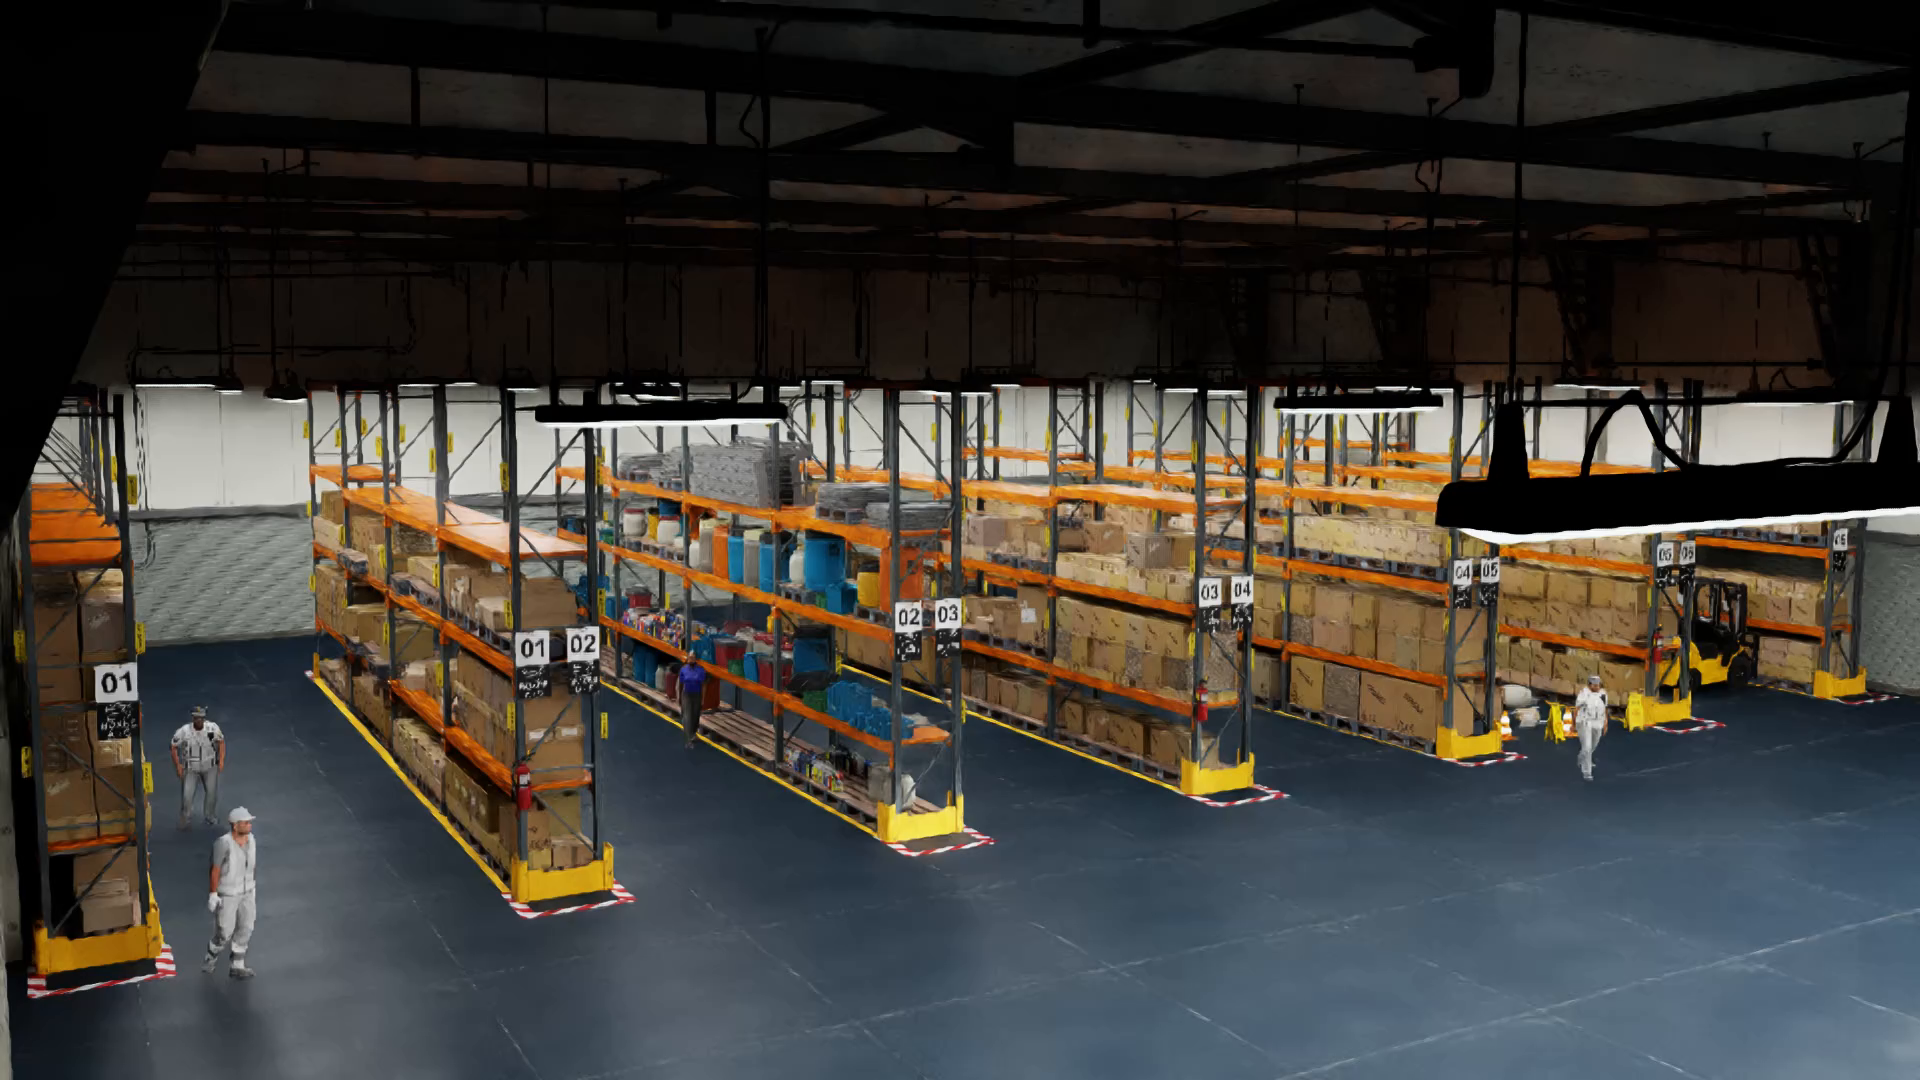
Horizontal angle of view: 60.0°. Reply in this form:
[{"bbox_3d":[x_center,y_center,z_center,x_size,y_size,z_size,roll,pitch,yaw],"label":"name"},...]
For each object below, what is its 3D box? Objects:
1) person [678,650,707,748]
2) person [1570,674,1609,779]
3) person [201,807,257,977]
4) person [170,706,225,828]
[{"bbox_3d":[-4.417,2.654,27.519,0.443,1.487,0.992,-2,6,-20],"label":"person"},{"bbox_3d":[9.687,2.816,25.571,0.534,1.598,0.935,-1,6,-8],"label":"person"},{"bbox_3d":[-7.537,3.629,17.165,0.574,1.778,0.586,3,7,26],"label":"person"},{"bbox_3d":[-10.382,3.075,22.681,0.682,1.715,0.542,-4,7,-31],"label":"person"}]
